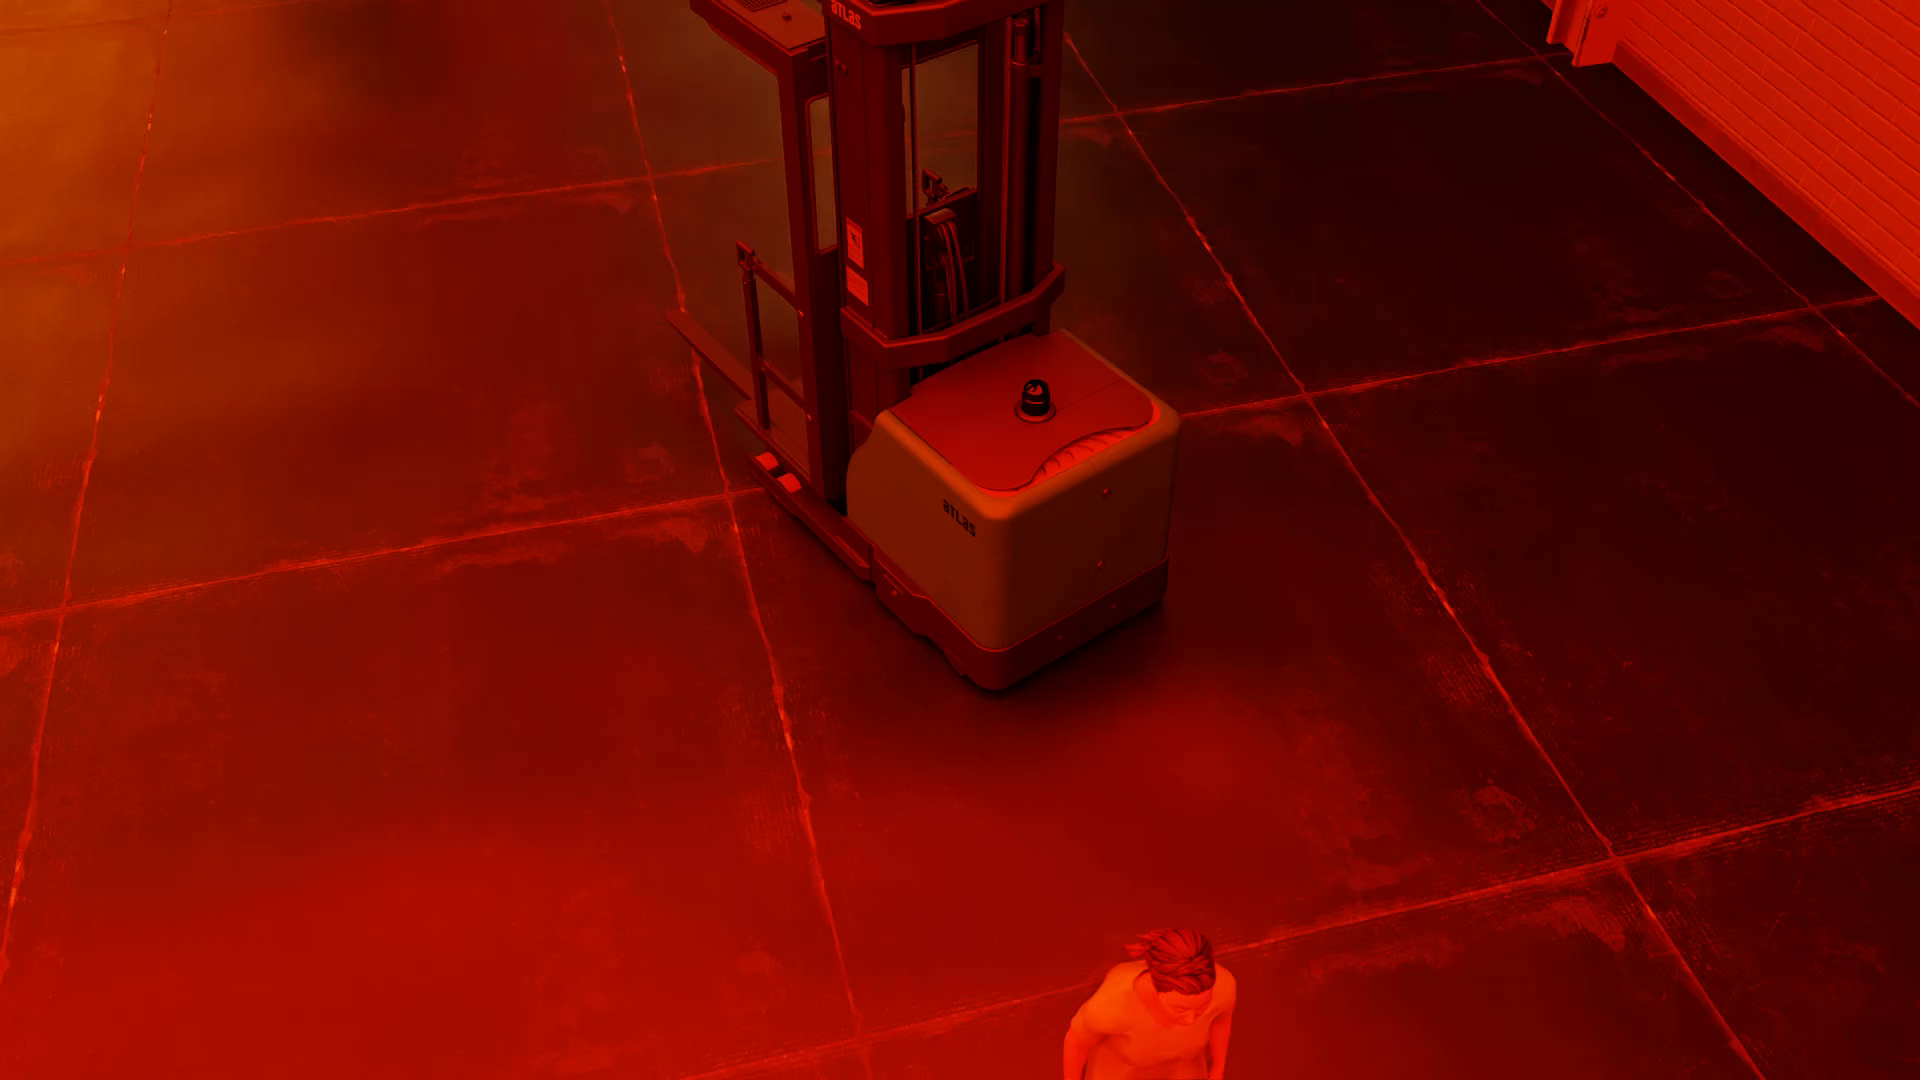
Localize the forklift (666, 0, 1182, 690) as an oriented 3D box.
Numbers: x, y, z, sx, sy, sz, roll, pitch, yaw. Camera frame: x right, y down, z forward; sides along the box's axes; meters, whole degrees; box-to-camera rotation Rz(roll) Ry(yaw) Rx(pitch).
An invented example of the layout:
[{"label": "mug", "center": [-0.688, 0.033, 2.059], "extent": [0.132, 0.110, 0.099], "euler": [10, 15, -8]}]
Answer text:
[{"label": "forklift", "center": [-0.366, -1.399, 7.126], "extent": [1.130, 2.935, 3.031], "euler": [-27, 50, -26]}]

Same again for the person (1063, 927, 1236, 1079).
[{"label": "person", "center": [0.545, 1.615, 4.854], "extent": [0.506, 1.671, 0.365], "euler": [-7, 44, -8]}]
